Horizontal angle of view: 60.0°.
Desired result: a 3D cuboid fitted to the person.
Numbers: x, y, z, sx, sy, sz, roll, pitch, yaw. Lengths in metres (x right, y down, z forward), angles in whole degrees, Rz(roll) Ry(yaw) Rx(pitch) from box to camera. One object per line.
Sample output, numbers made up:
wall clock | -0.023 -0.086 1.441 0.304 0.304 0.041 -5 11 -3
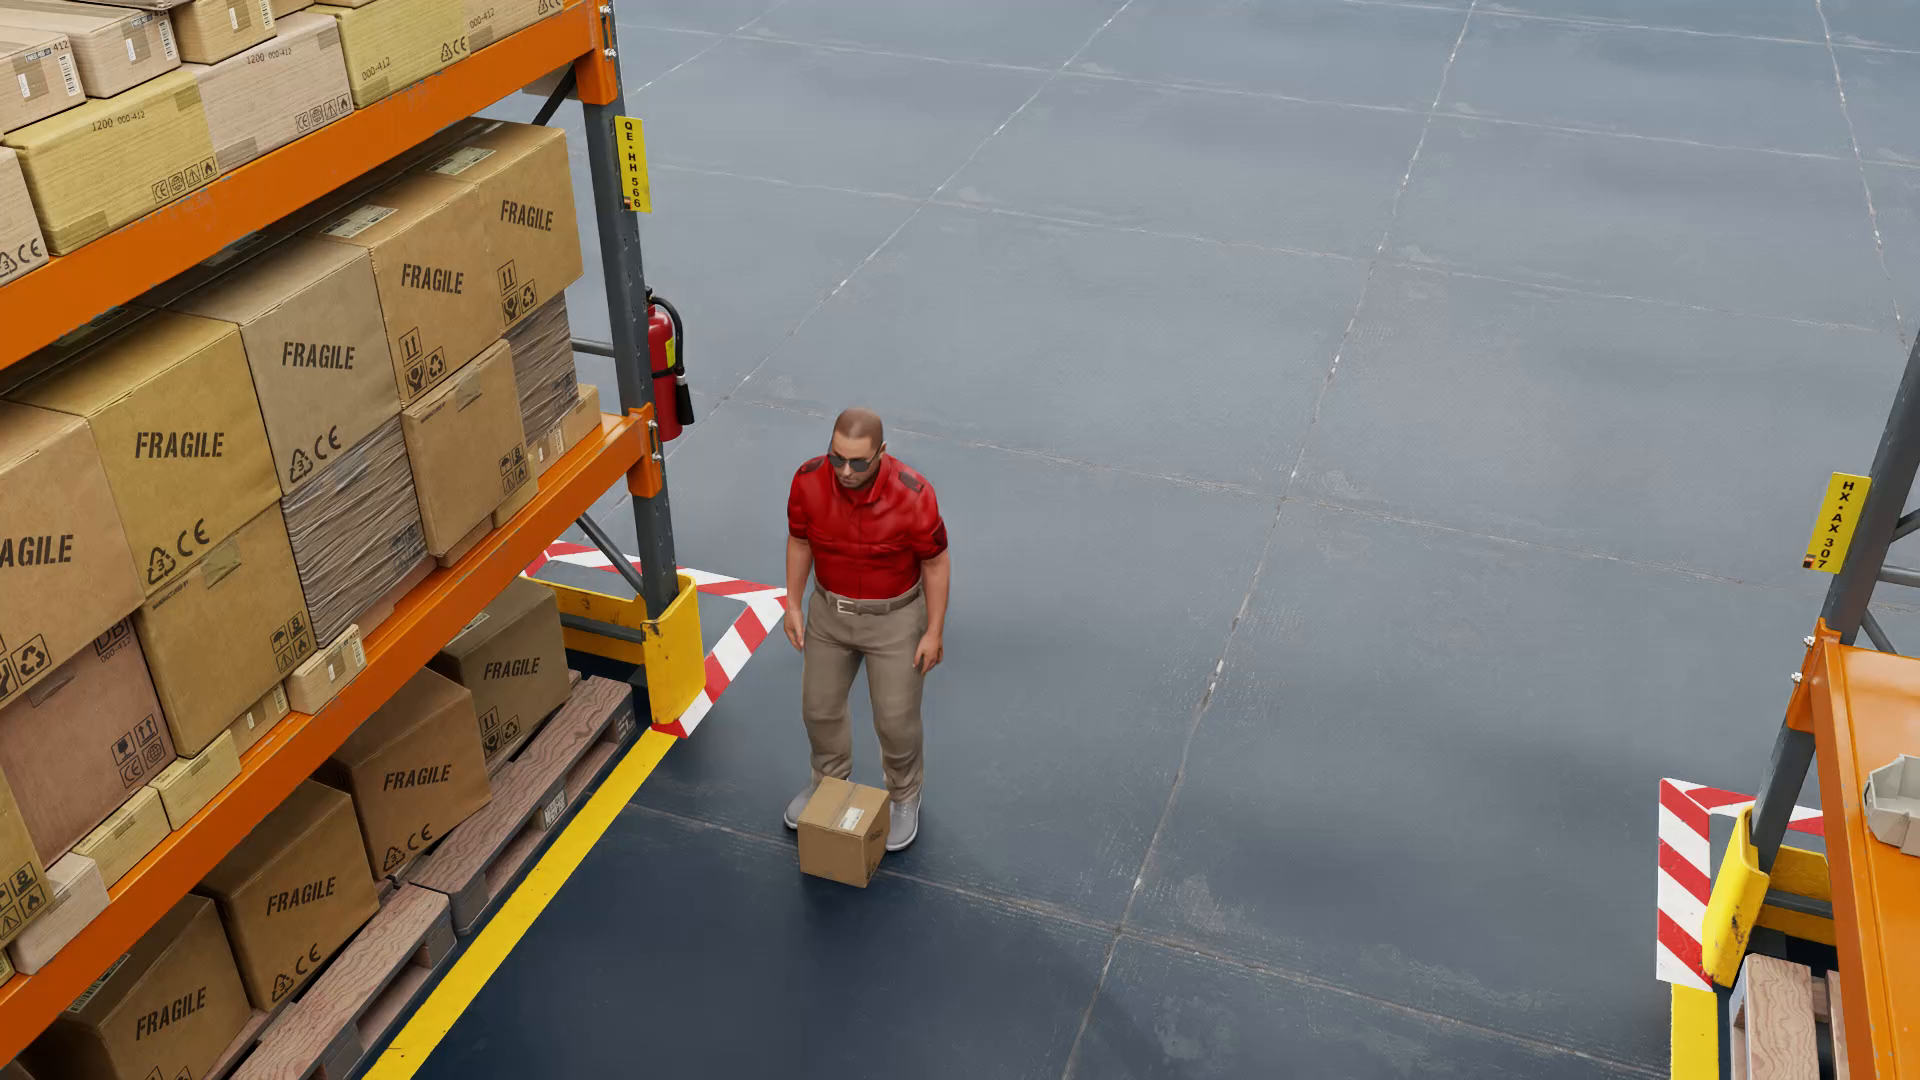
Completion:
person | -0.329 0.284 5.716 0.587 1.725 0.392 10 34 15
